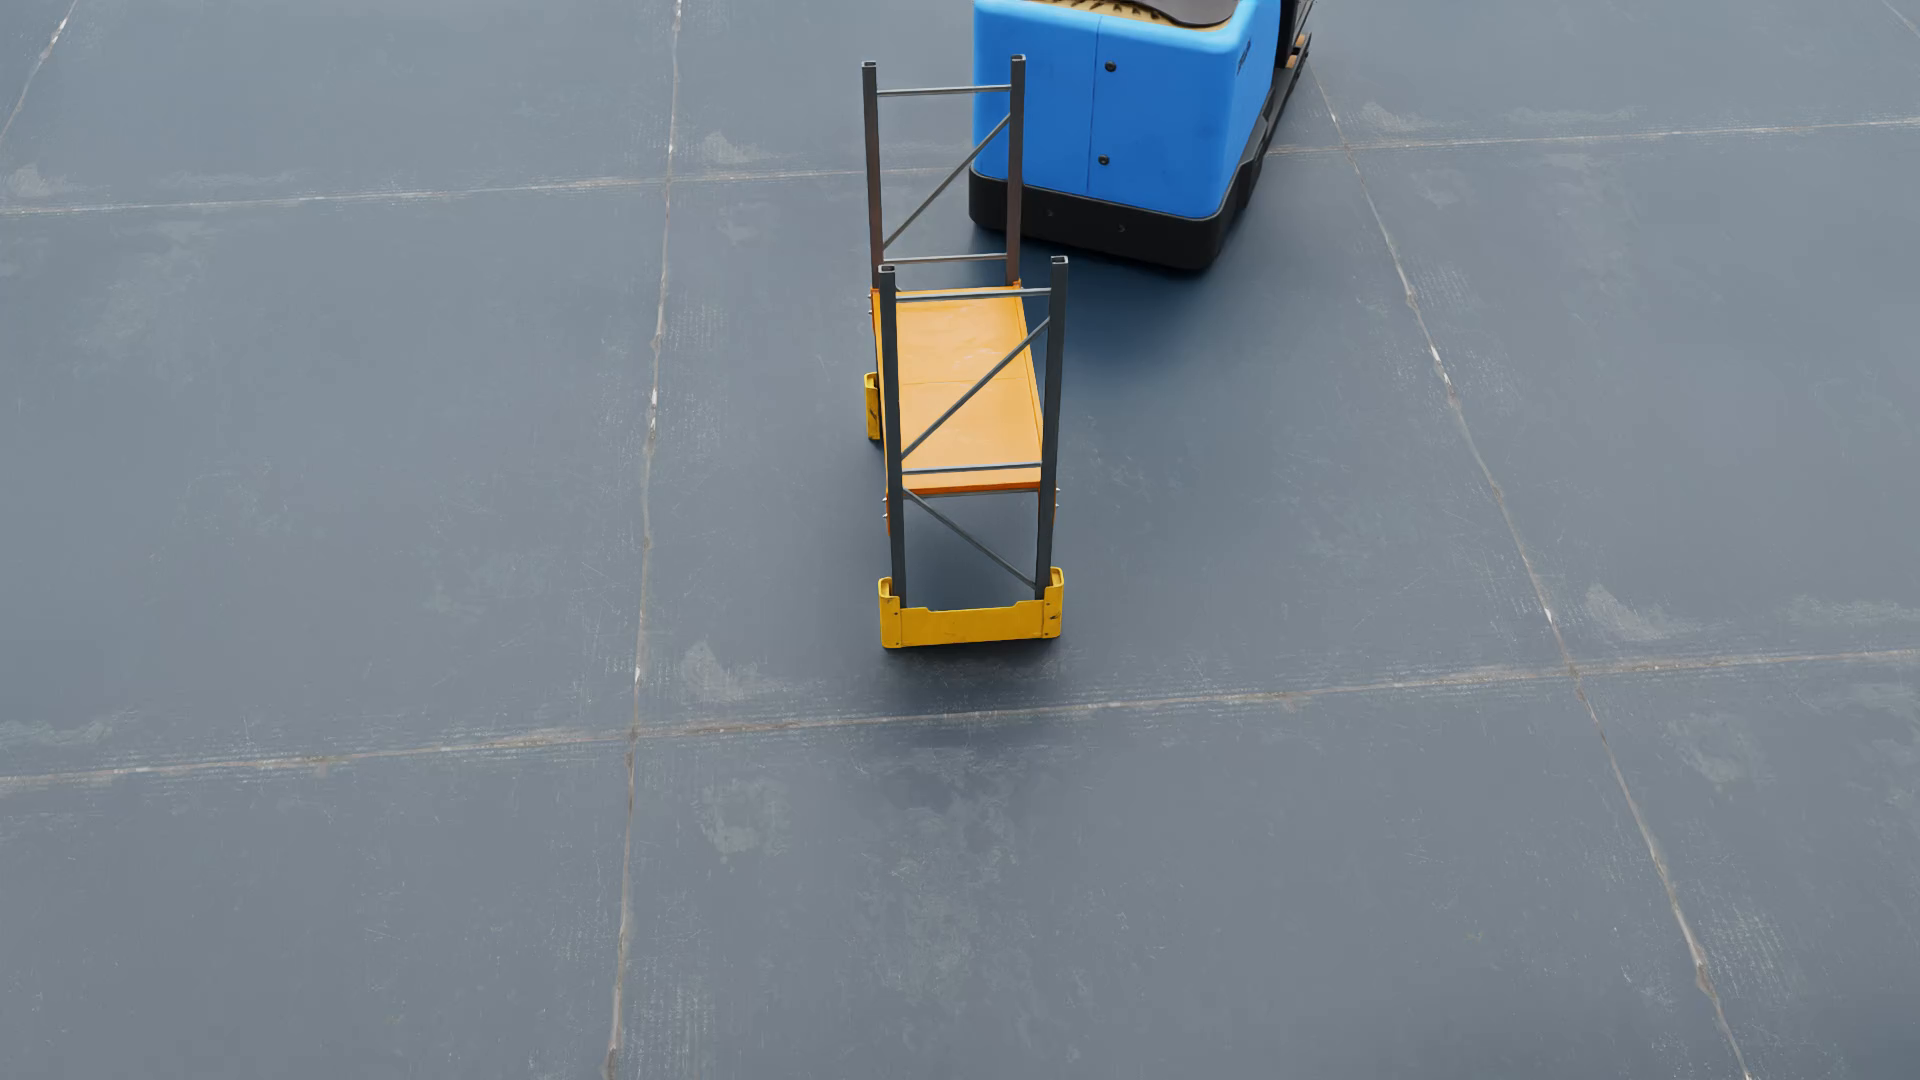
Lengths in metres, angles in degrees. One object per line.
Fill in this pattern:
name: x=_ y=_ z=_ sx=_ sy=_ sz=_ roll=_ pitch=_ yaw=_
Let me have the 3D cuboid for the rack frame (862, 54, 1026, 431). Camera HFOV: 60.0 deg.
rack frame: x=-0.050 y=-0.945 z=5.612 sx=0.500 sy=1.500 sz=0.032 roll=-3 pitch=47 yaw=-3

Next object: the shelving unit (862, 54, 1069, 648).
shelving unit: x=-0.006 y=-0.571 z=5.258 sx=0.587 sy=1.500 sz=1.083 roll=-3 pitch=47 yaw=-3

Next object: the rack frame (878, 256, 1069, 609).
rack frame: x=0.035 y=-0.210 z=4.916 sx=0.500 sy=1.500 sz=0.032 roll=-3 pitch=47 yaw=-3

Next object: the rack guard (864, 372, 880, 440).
rack guard: x=-0.048 y=-0.501 z=6.053 sx=0.587 sy=0.250 sz=0.087 roll=-3 pitch=47 yaw=-3

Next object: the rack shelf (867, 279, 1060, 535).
rack shelf: x=-0.007 y=-0.454 z=5.395 sx=0.538 sy=0.185 sz=1.000 roll=-3 pitch=47 yaw=-3

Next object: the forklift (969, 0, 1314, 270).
forklift: x=1.011 y=-3.184 z=6.747 sx=1.130 sy=2.935 sz=3.031 roll=15 pitch=48 yaw=13

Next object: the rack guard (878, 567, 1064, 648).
rack guard: x=0.035 y=0.219 z=5.370 sx=0.587 sy=0.250 sz=0.087 roll=-3 pitch=47 yaw=-3
